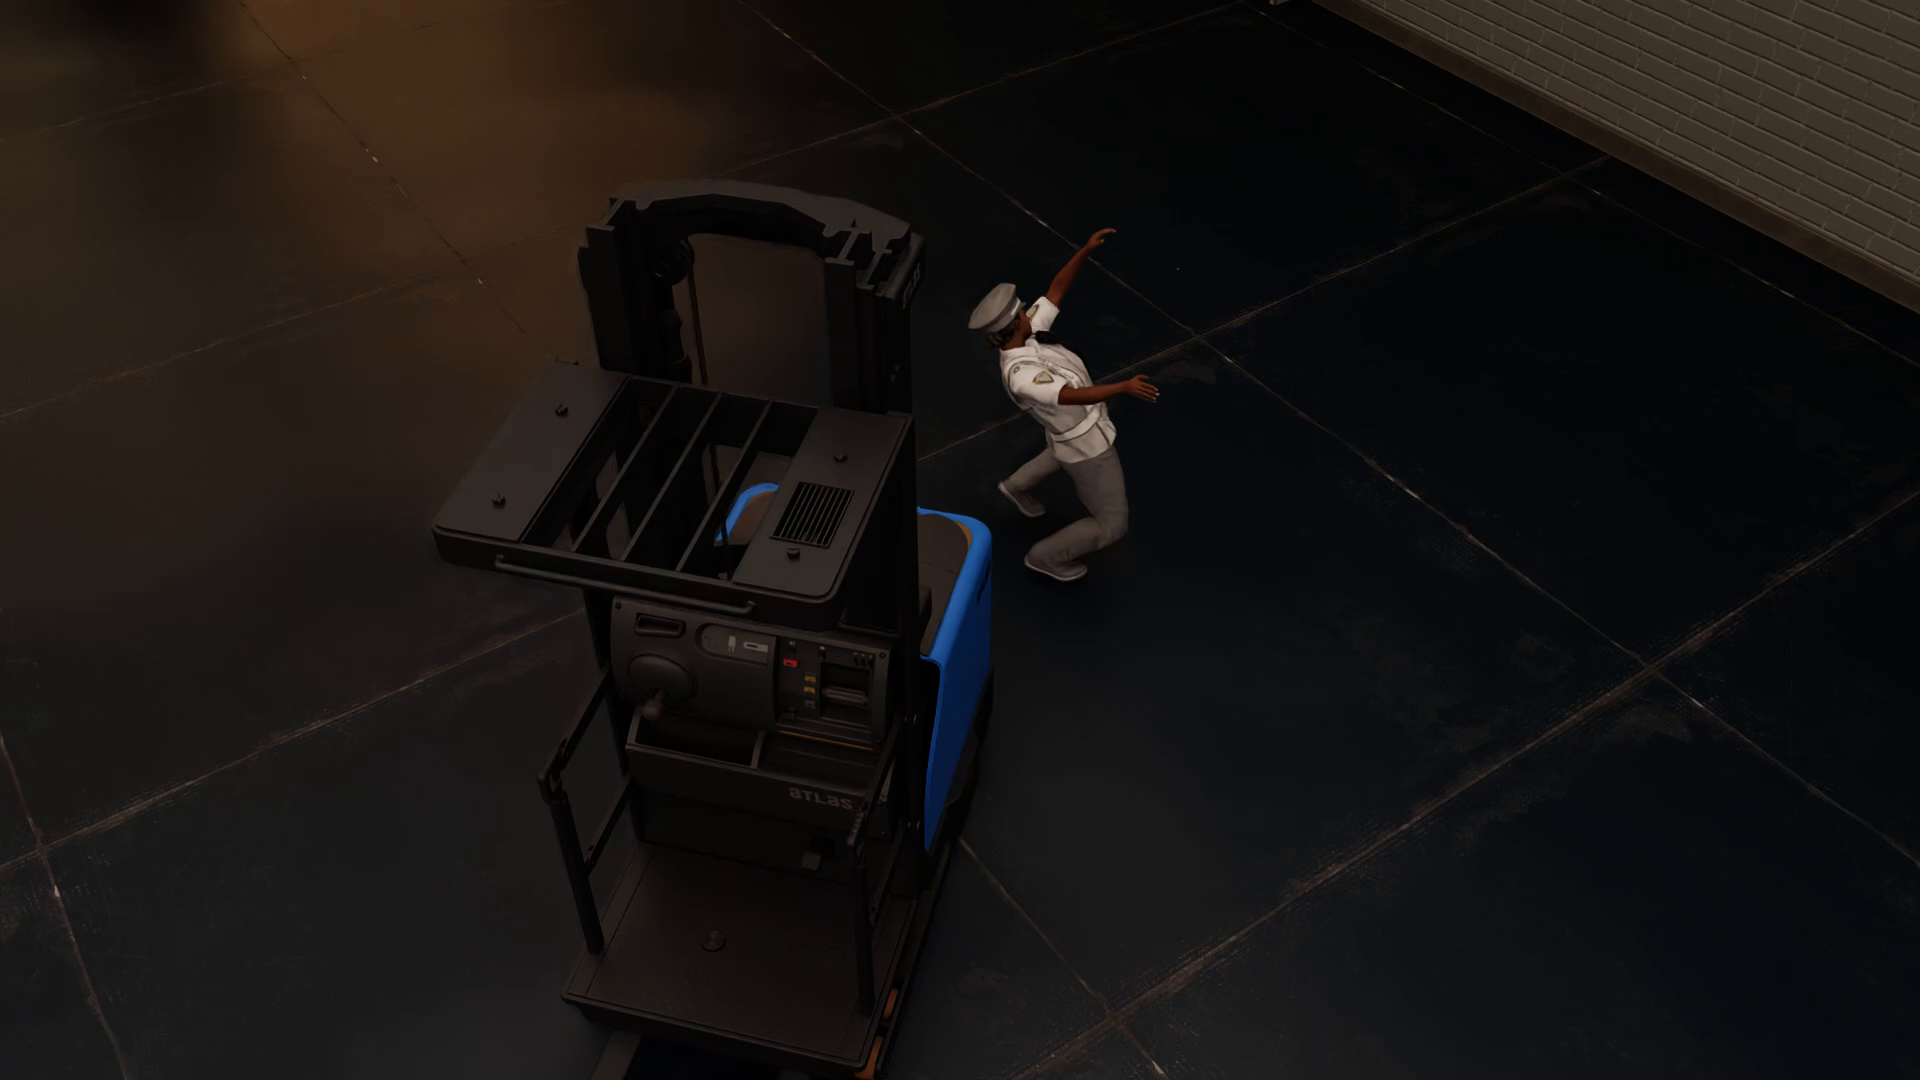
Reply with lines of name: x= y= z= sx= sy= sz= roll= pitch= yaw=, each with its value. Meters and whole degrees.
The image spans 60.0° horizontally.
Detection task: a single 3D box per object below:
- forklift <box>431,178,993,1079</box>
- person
forklift: x=-0.725 y=0.518 z=5.153 sx=1.130 sy=2.935 sz=3.031 roll=10 pitch=44 yaw=11
person: x=0.413 y=-0.444 z=7.184 sx=0.684 sy=1.575 sz=0.952 roll=-8 pitch=43 yaw=-8
